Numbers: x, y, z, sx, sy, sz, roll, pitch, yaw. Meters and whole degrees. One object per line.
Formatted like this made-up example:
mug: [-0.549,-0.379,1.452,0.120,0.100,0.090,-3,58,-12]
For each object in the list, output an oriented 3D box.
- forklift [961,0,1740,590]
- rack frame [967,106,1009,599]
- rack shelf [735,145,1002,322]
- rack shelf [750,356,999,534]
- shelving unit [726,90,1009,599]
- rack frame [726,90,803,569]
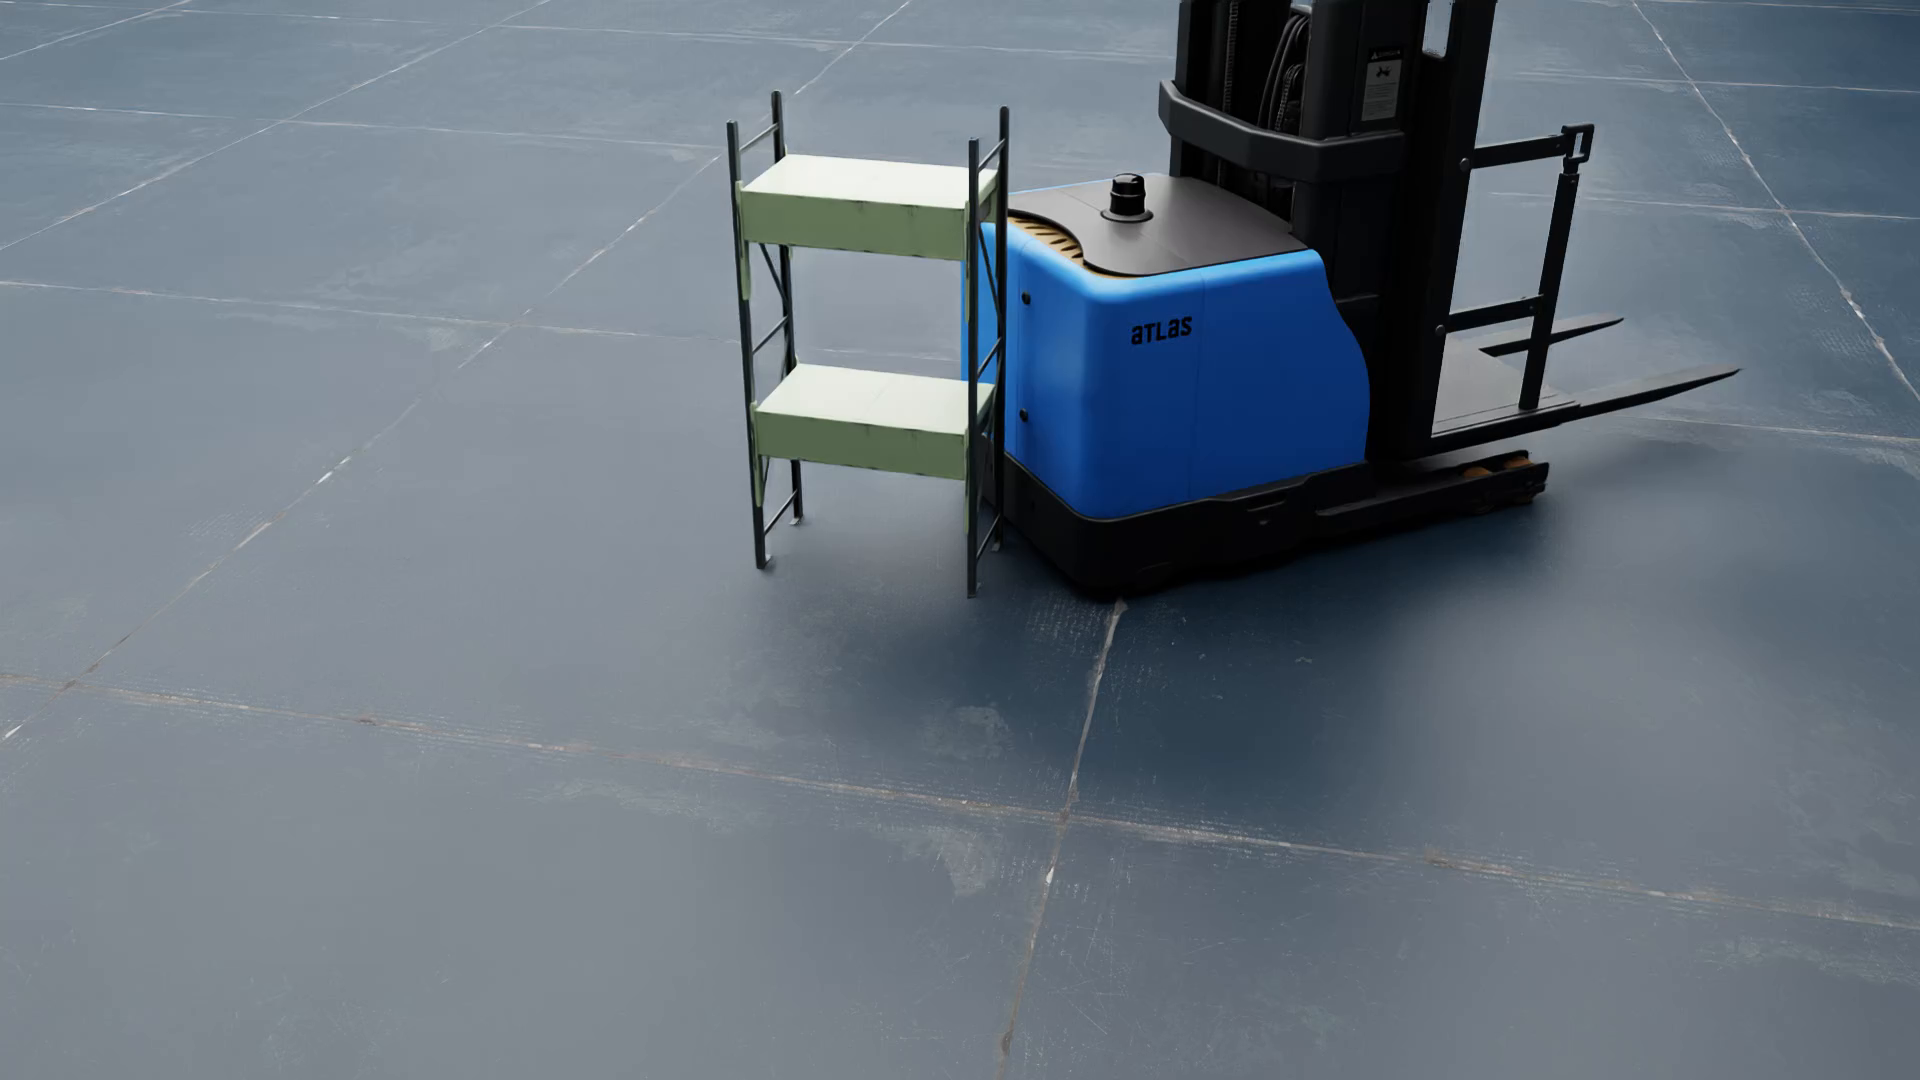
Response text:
forklift: [1.546,-1.593,5.607,3.031,2.935,1.130,-13,31,-22]
rack frame: [0.087,-0.561,5.214,0.023,1.500,0.400,7,30,13]
rack shelf: [-0.267,-0.950,5.110,0.720,0.370,0.431,7,30,13]
rack shelf: [-0.267,-0.321,5.454,0.720,0.370,0.431,7,30,13]
shelving unit: [-0.267,-0.607,5.298,0.755,1.500,0.431,7,30,13]
rack frame: [-0.620,-0.653,5.381,0.023,1.500,0.400,7,30,13]
